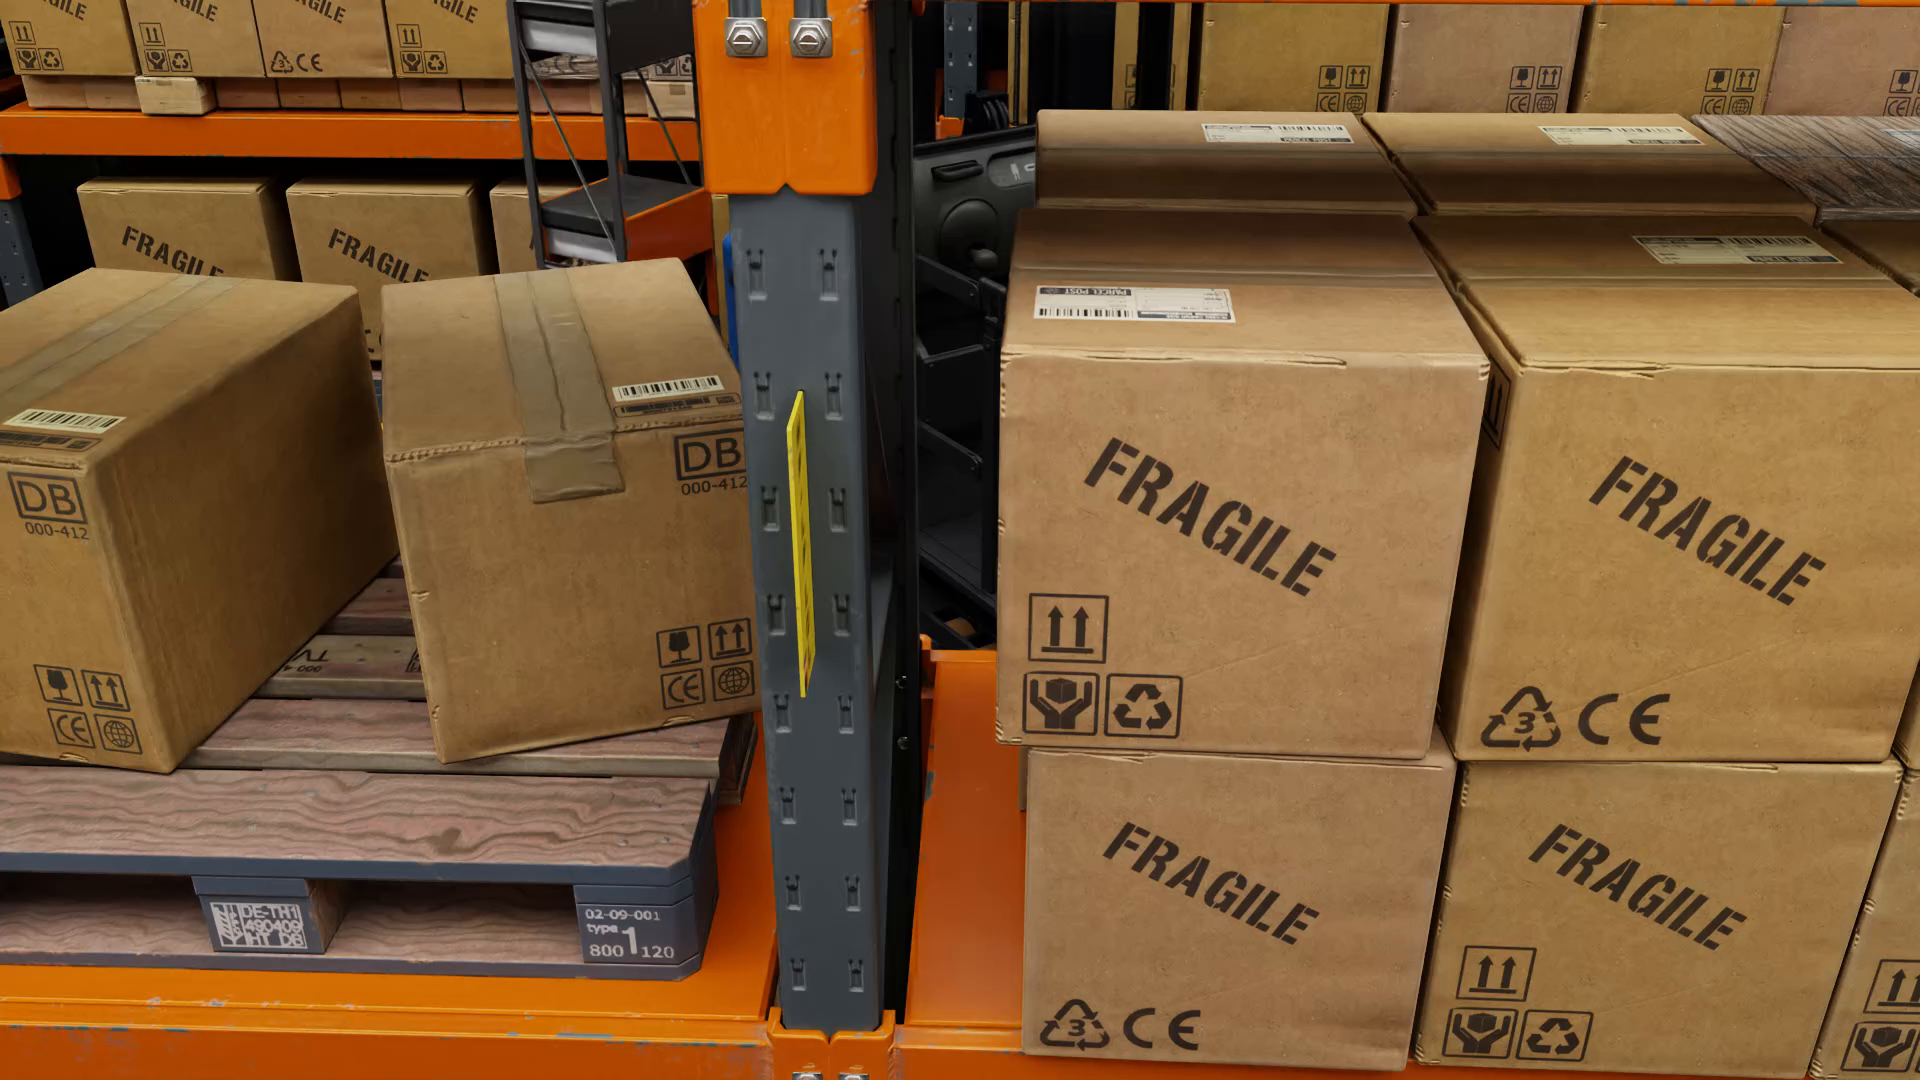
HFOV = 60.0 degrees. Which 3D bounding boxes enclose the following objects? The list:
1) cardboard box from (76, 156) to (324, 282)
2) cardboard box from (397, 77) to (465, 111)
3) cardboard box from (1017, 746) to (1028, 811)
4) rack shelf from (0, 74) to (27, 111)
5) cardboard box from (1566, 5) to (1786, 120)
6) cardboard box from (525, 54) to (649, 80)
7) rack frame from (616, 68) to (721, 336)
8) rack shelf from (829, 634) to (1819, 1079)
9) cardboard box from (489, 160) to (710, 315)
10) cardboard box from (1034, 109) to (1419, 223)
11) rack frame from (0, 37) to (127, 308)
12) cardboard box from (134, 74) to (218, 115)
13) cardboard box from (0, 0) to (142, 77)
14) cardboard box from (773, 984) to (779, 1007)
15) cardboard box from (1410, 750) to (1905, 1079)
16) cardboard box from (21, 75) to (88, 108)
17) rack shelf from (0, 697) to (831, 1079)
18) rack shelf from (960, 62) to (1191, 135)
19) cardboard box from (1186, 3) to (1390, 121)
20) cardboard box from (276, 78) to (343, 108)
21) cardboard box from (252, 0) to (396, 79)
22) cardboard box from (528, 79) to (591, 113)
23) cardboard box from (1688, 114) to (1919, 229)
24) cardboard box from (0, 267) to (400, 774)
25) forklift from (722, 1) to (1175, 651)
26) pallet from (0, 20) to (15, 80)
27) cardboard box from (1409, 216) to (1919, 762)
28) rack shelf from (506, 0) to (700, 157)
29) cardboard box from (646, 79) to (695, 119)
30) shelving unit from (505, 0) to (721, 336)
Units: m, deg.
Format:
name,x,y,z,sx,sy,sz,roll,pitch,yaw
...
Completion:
name,x,y,z,sx,sy,sz,roll,pitch,yaw
cardboard box,-3.251,-1.287,7.322,0.750,0.750,0.750,1,28,1
cardboard box,-2.127,-1.889,6.857,0.250,0.149,0.380,1,28,2
cardboard box,0.354,0.104,2.745,0.500,0.500,0.500,1,28,3
rack shelf,-5.980,-1.840,7.287,4.000,0.370,1.077,1,28,2
cardboard box,2.777,-2.136,6.756,0.700,0.700,0.980,1,28,1
cardboard box,-1.466,-2.149,6.656,0.500,0.500,0.500,1,28,2
rack frame,-1.069,-1.121,6.122,0.400,2.100,0.015,15,31,25
rack shelf,1.844,0.611,2.663,4.000,0.370,1.077,1,28,2
cardboard box,-1.526,-1.258,7.267,0.750,0.750,0.750,2,28,3
cardboard box,0.360,-0.339,2.512,0.500,0.500,0.500,1,28,2
rack frame,-3.981,-2.125,7.056,0.127,3.000,1.000,1,28,2
cardboard box,-3.146,-1.857,6.797,0.250,0.149,0.380,2,28,3
cardboard box,-3.505,-2.182,6.717,0.500,0.500,0.500,2,28,3
cardboard box,-0.629,1.048,3.270,0.500,0.500,0.500,0,28,-1
cardboard box,0.857,0.359,2.264,0.500,0.500,0.500,1,28,3
cardboard box,-3.660,-1.909,6.895,0.250,0.149,0.380,1,28,1
rack shelf,-2.153,0.545,2.788,4.000,0.370,1.077,1,28,2
rack shelf,2.015,-1.708,7.037,4.000,0.370,1.077,1,28,2
cardboard box,1.287,-2.160,6.802,0.700,0.700,0.980,0,28,0
cardboard box,-2.631,-1.910,6.897,0.250,0.149,0.380,2,28,3
cardboard box,-2.486,-2.160,6.676,0.500,0.500,0.500,1,28,2
cardboard box,-1.599,-1.871,6.824,0.250,0.149,0.380,0,28,0
cardboard box,1.376,-0.323,2.483,0.500,0.500,0.500,1,28,2
cardboard box,-1.310,-0.064,2.613,0.500,0.500,0.700,5,28,10
forklift,0.354,-1.053,5.108,1.130,2.935,3.031,-18,33,-30
pallet,-4.697,-2.002,7.029,1.003,0.211,1.213,1,28,2
cardboard box,0.822,-0.078,2.021,0.500,0.500,0.500,0,28,0
rack shelf,-1.184,-1.630,5.614,0.431,0.518,0.480,15,31,25
cardboard box,-1.108,-1.825,6.737,0.250,0.149,0.380,1,28,2
shelving unit,-1.187,-1.022,5.932,0.431,2.100,0.503,15,31,25
